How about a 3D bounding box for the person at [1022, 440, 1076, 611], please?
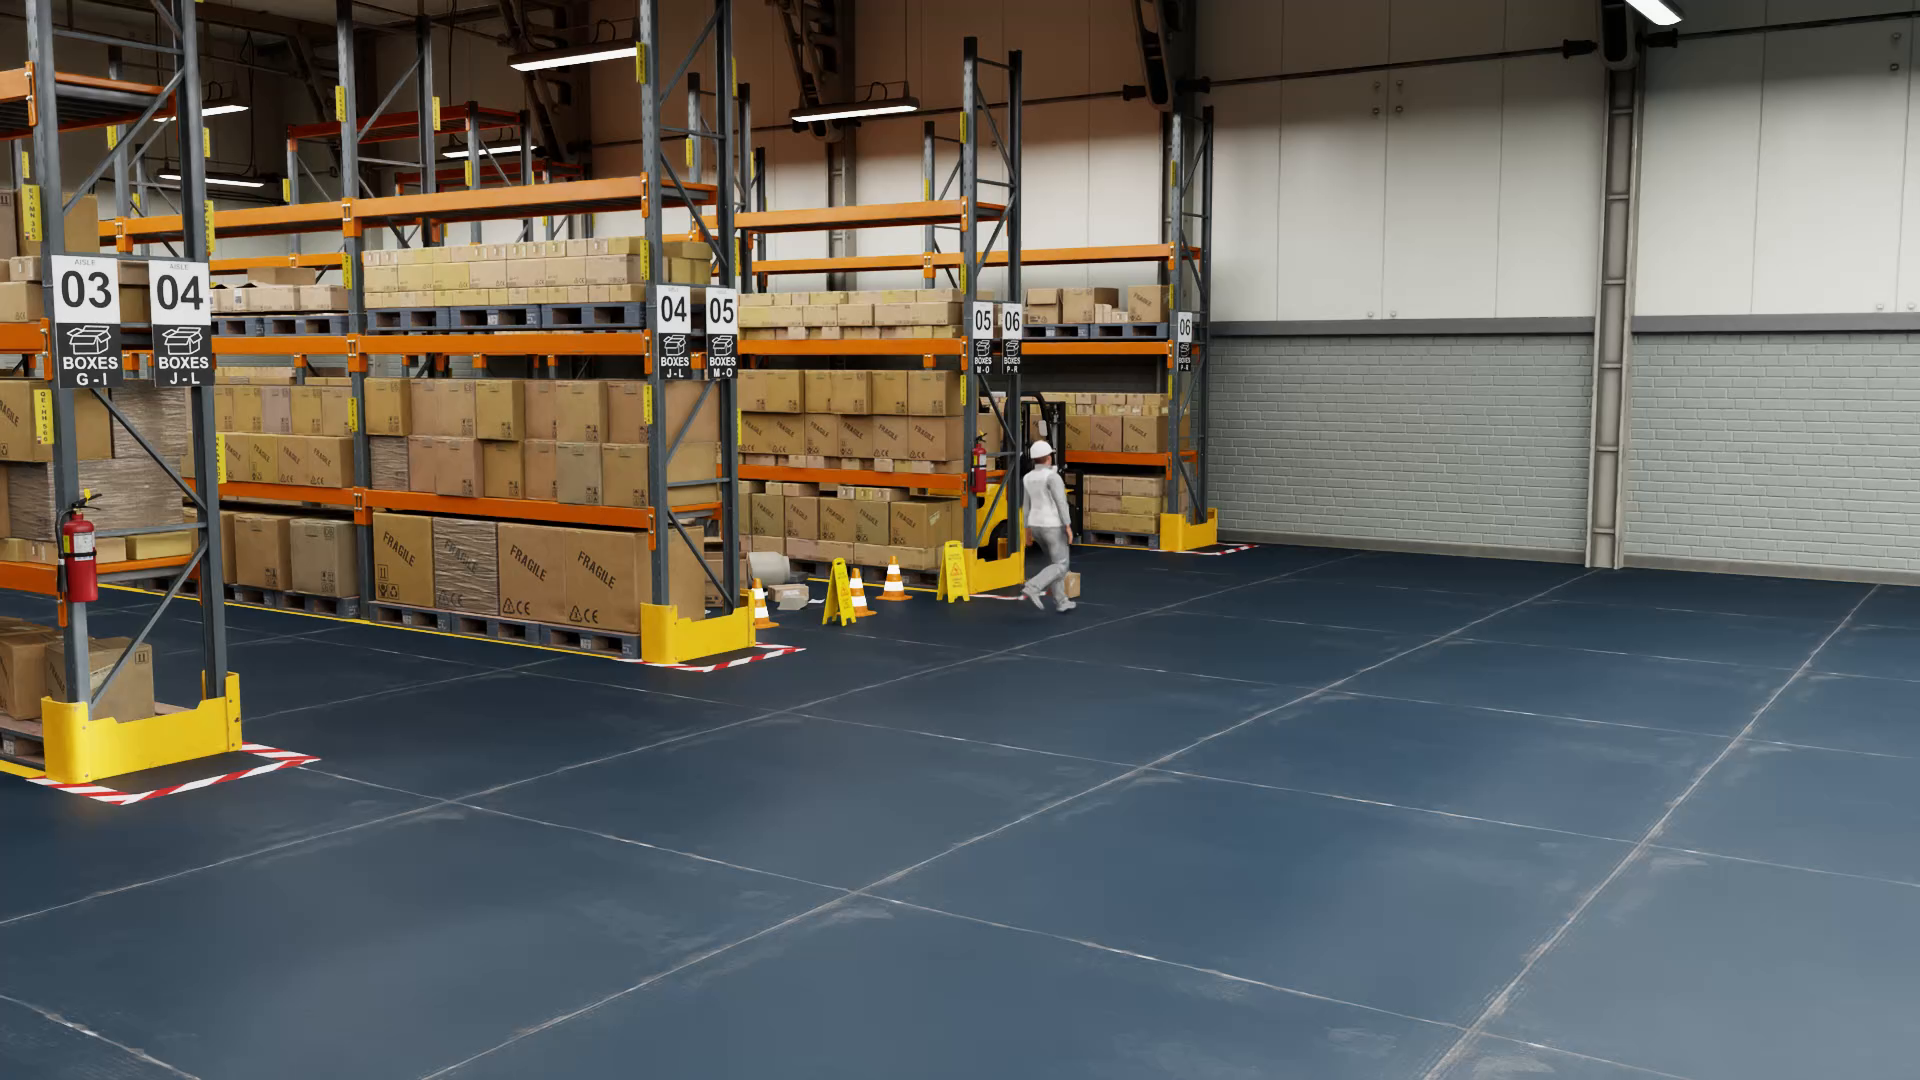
[{"bbox_3d":[0.881,-0.135,16.827,0.796,1.741,0.584,-5,8,-38],"label":"person"}]
